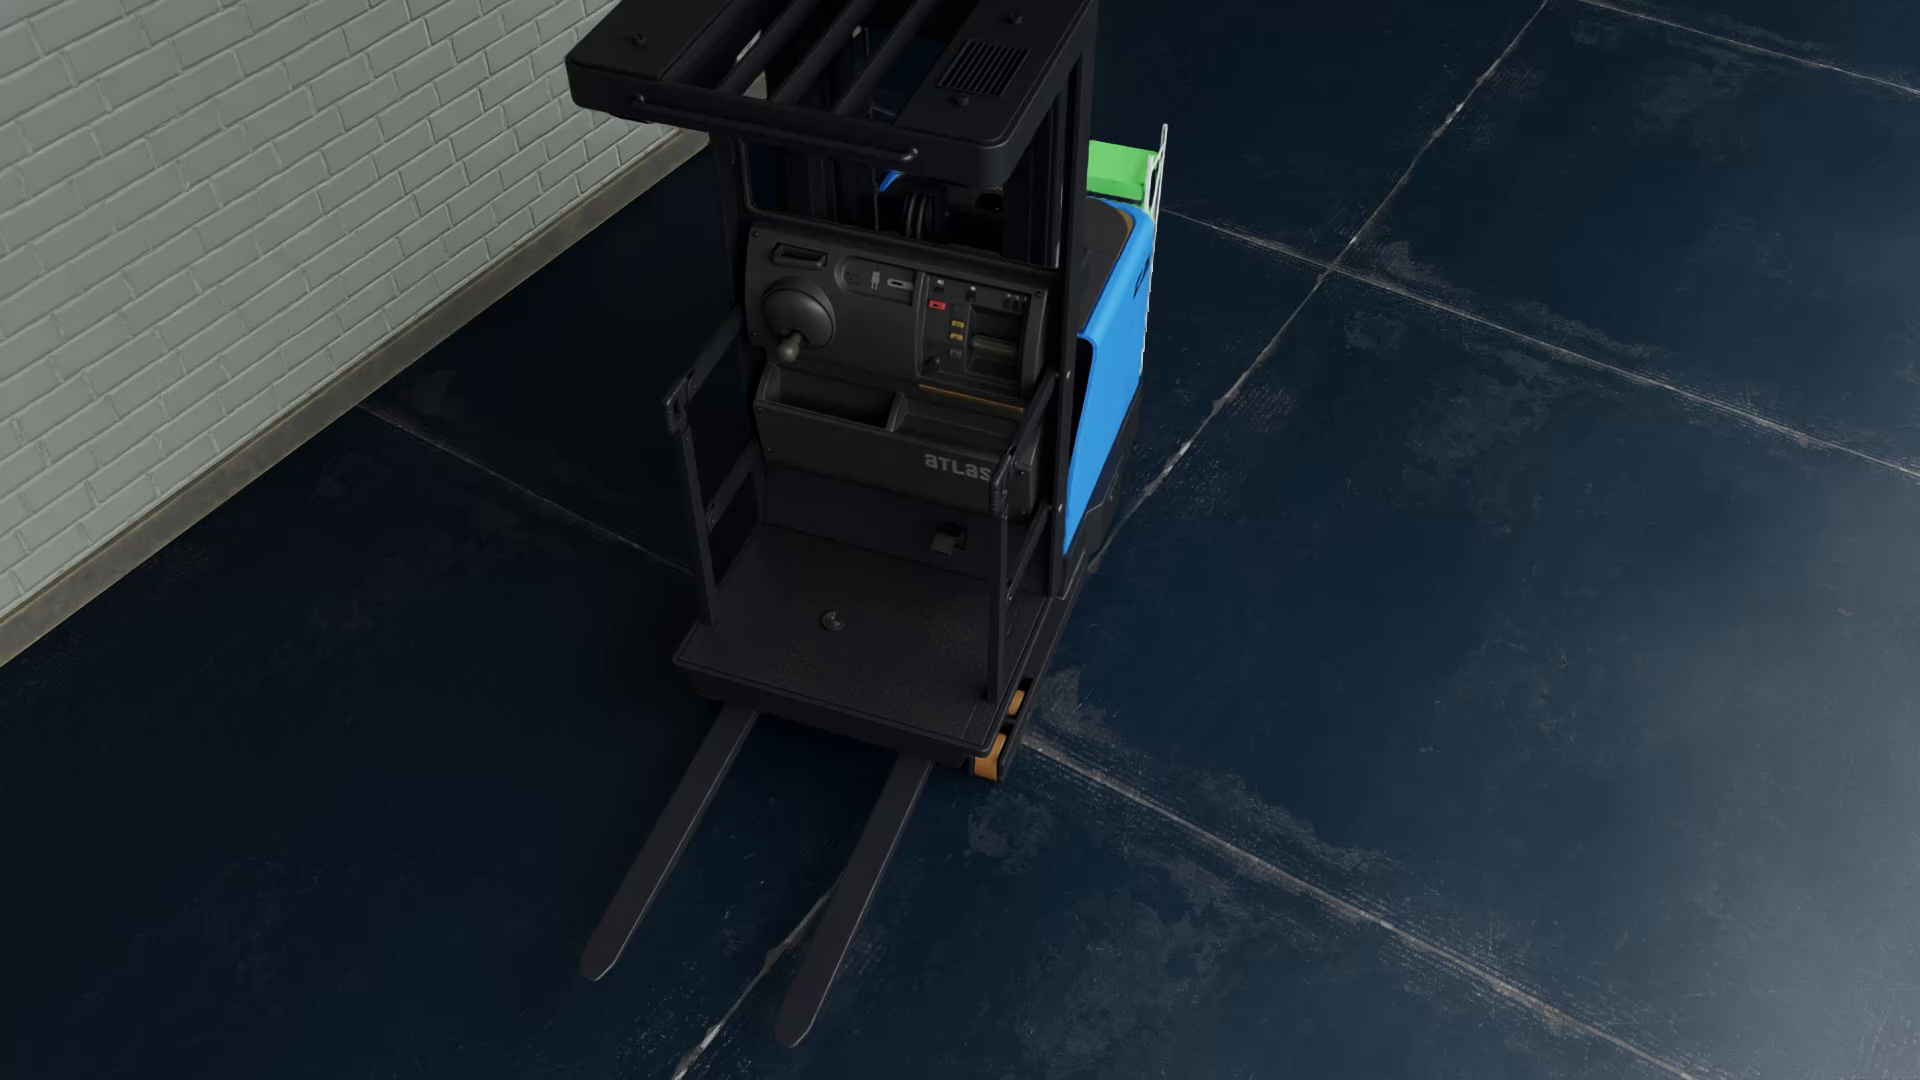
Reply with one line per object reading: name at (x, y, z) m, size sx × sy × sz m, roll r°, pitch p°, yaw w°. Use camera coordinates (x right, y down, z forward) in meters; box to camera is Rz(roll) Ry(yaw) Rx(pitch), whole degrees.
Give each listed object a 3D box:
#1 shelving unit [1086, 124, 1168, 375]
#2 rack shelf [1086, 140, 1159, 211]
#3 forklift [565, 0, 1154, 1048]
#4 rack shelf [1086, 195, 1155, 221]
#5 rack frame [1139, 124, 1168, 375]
shelving unit at (0.474, -1.060, 6.438) m, size 0.503 × 1.200 × 0.258 m, roll 14°, pitch 46°, yaw 13°
rack shelf at (0.478, -1.358, 6.148) m, size 0.480 × 0.148 × 0.258 m, roll 14°, pitch 46°, yaw 13°
forklift at (-0.268, -0.570, 4.760) m, size 1.130 × 2.935 × 3.031 m, roll 14°, pitch 48°, yaw 13°
rack shelf at (0.476, -1.186, 6.315) m, size 0.480 × 0.148 × 0.258 m, roll 14°, pitch 46°, yaw 13°
rack frame at (0.705, -1.005, 6.384) m, size 0.015 × 1.200 × 0.240 m, roll 14°, pitch 46°, yaw 13°
